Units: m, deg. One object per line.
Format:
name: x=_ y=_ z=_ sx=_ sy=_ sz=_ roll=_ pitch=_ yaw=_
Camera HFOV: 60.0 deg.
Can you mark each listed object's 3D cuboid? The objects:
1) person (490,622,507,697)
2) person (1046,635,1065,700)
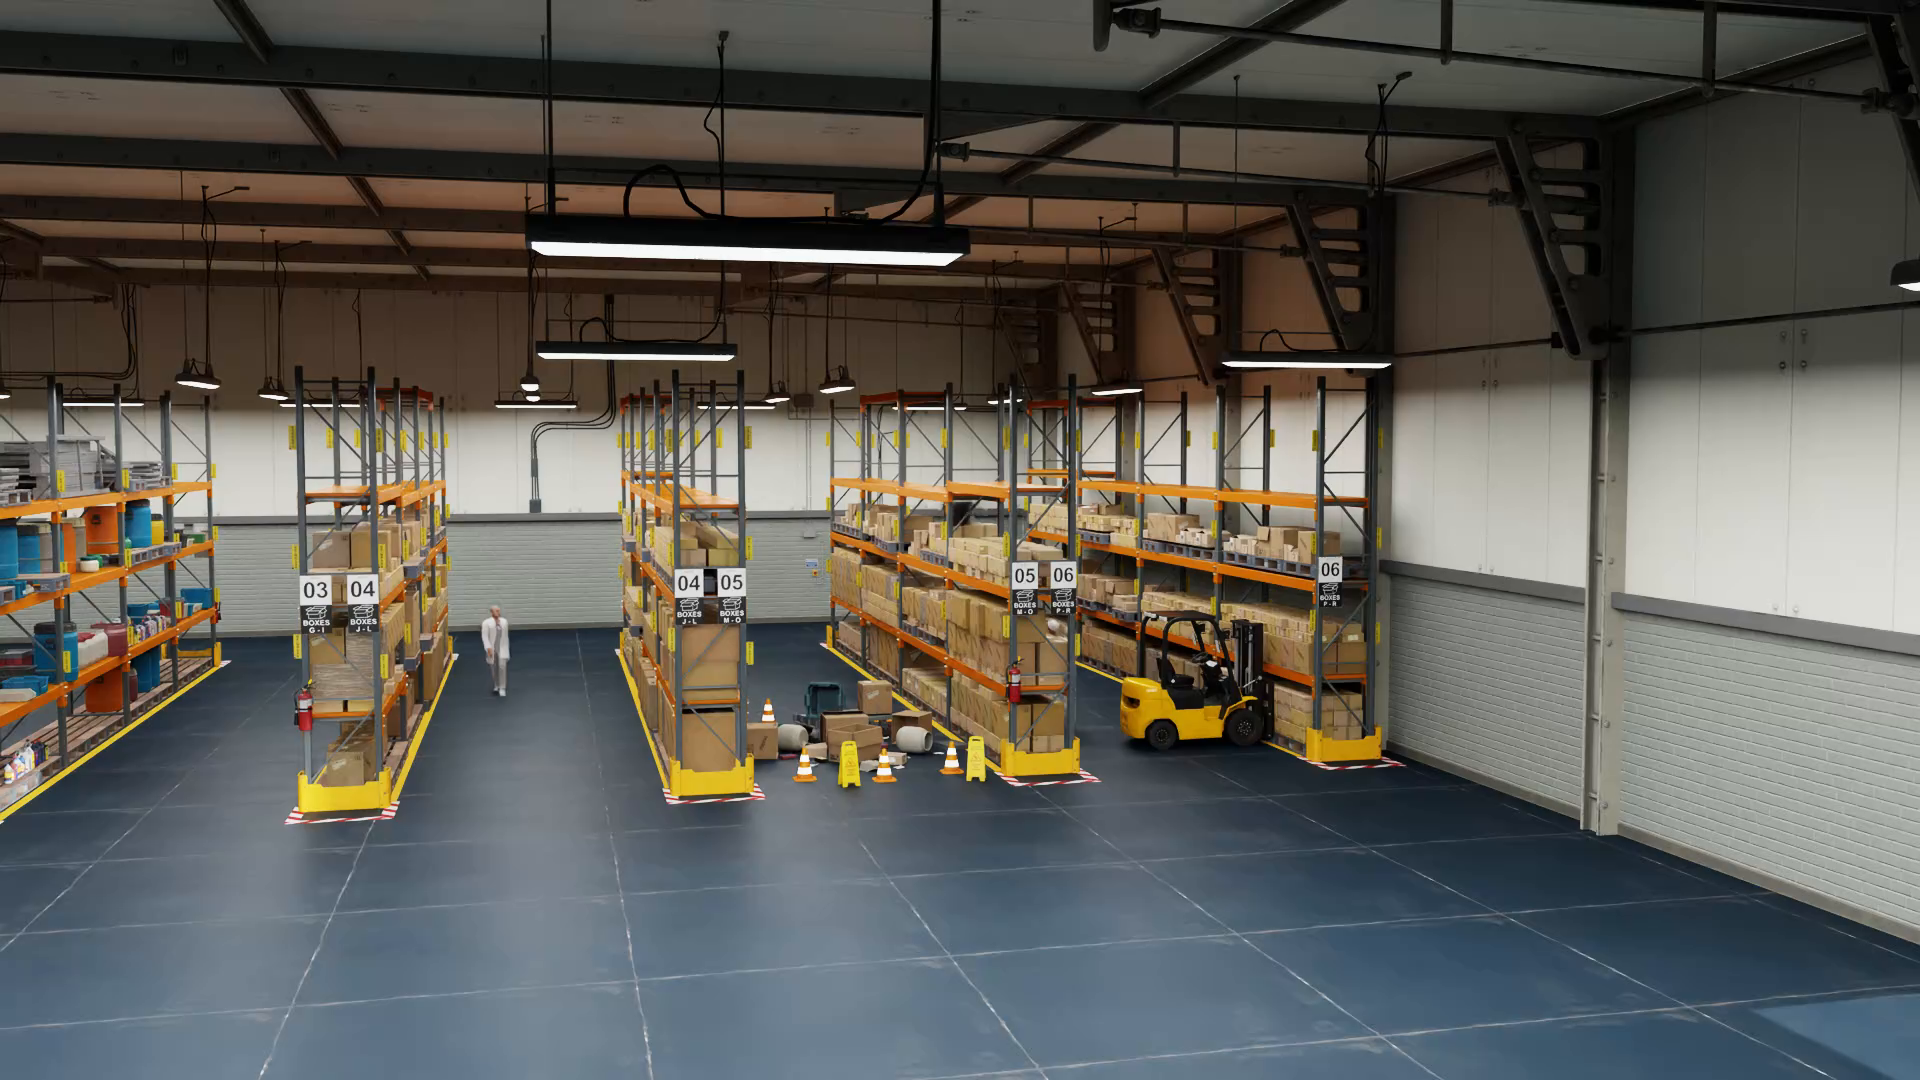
person: x=-9.125 y=2.285 z=32.644 sx=0.481 sy=1.469 sz=1.049 roll=0 pitch=3 yaw=-8
person: x=1.597 y=2.466 z=29.934 sx=0.613 sy=1.534 sz=0.598 roll=-1 pitch=4 yaw=-17
